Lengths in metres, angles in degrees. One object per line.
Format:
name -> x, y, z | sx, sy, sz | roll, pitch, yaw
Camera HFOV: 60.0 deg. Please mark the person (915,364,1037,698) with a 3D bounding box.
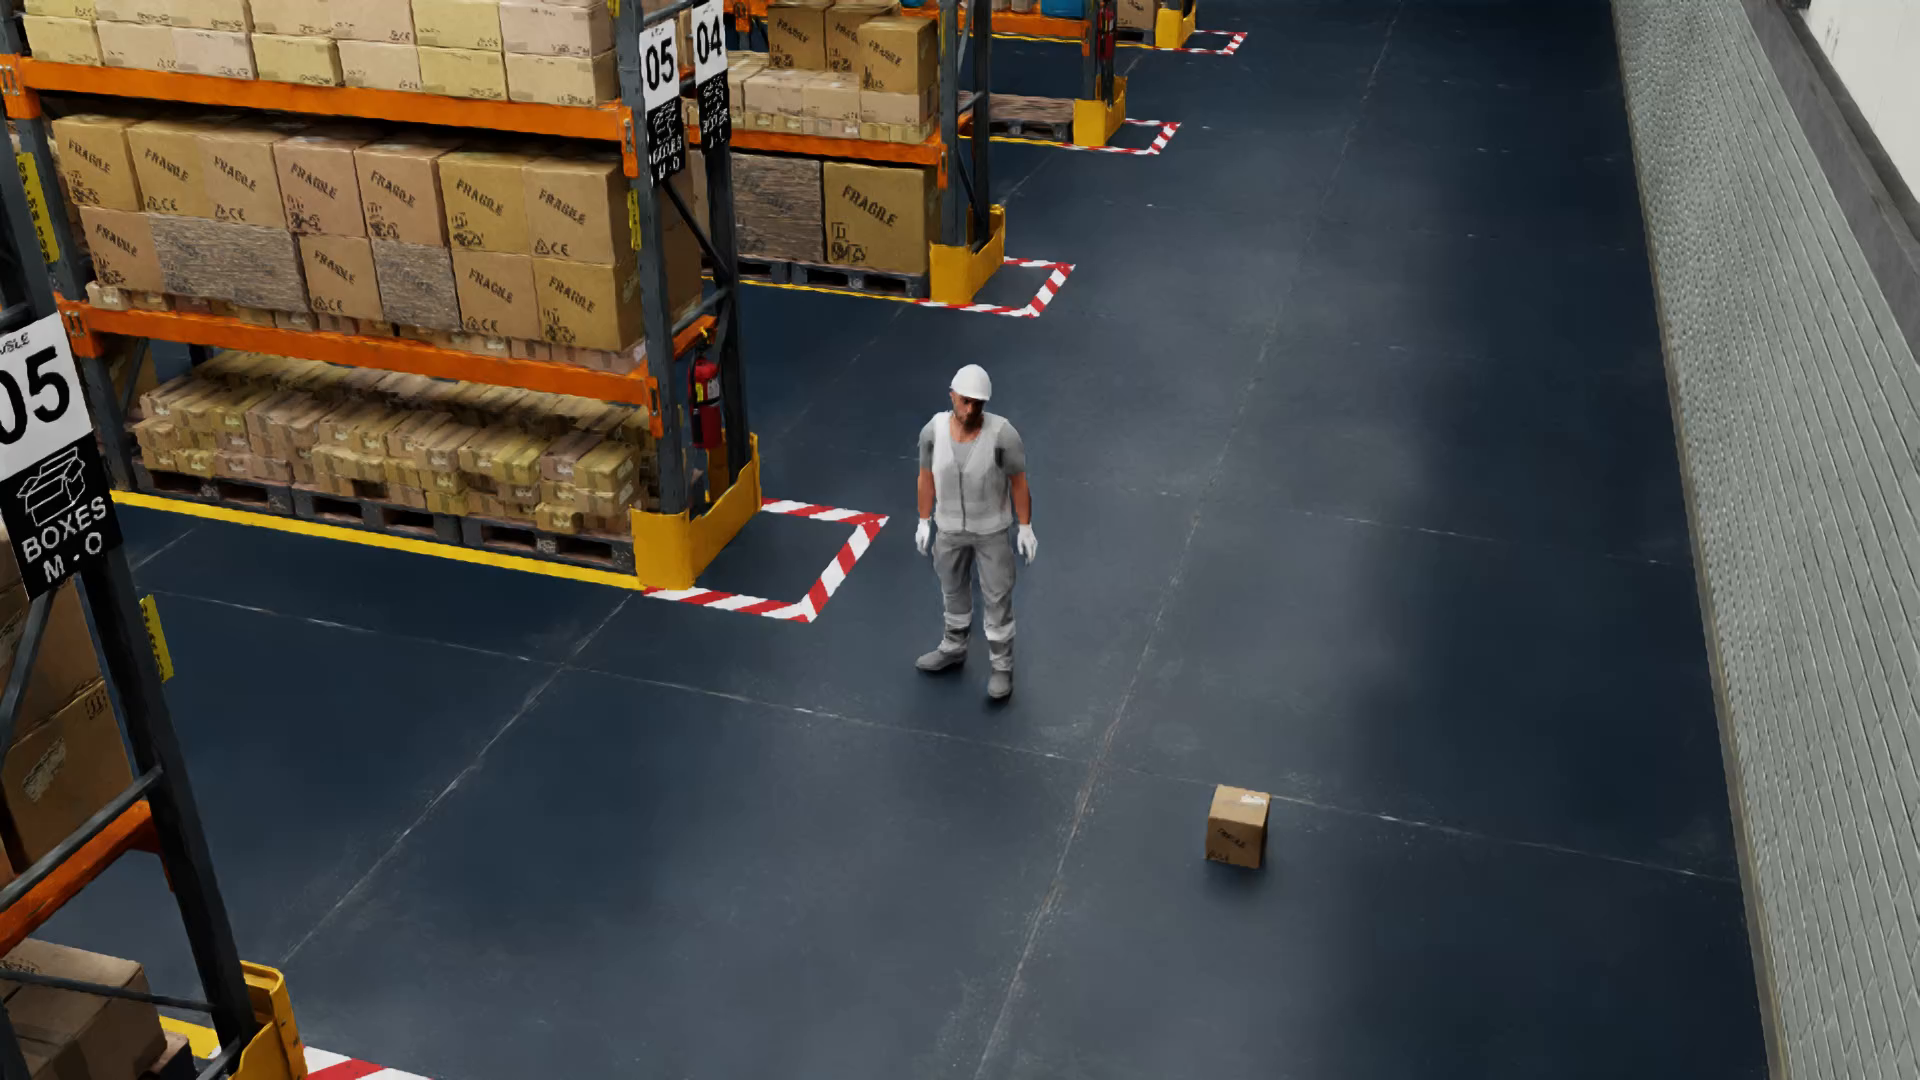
person -> 0.072, -0.045, 8.508 | 0.658, 1.783, 0.418 | 9, 30, 16
